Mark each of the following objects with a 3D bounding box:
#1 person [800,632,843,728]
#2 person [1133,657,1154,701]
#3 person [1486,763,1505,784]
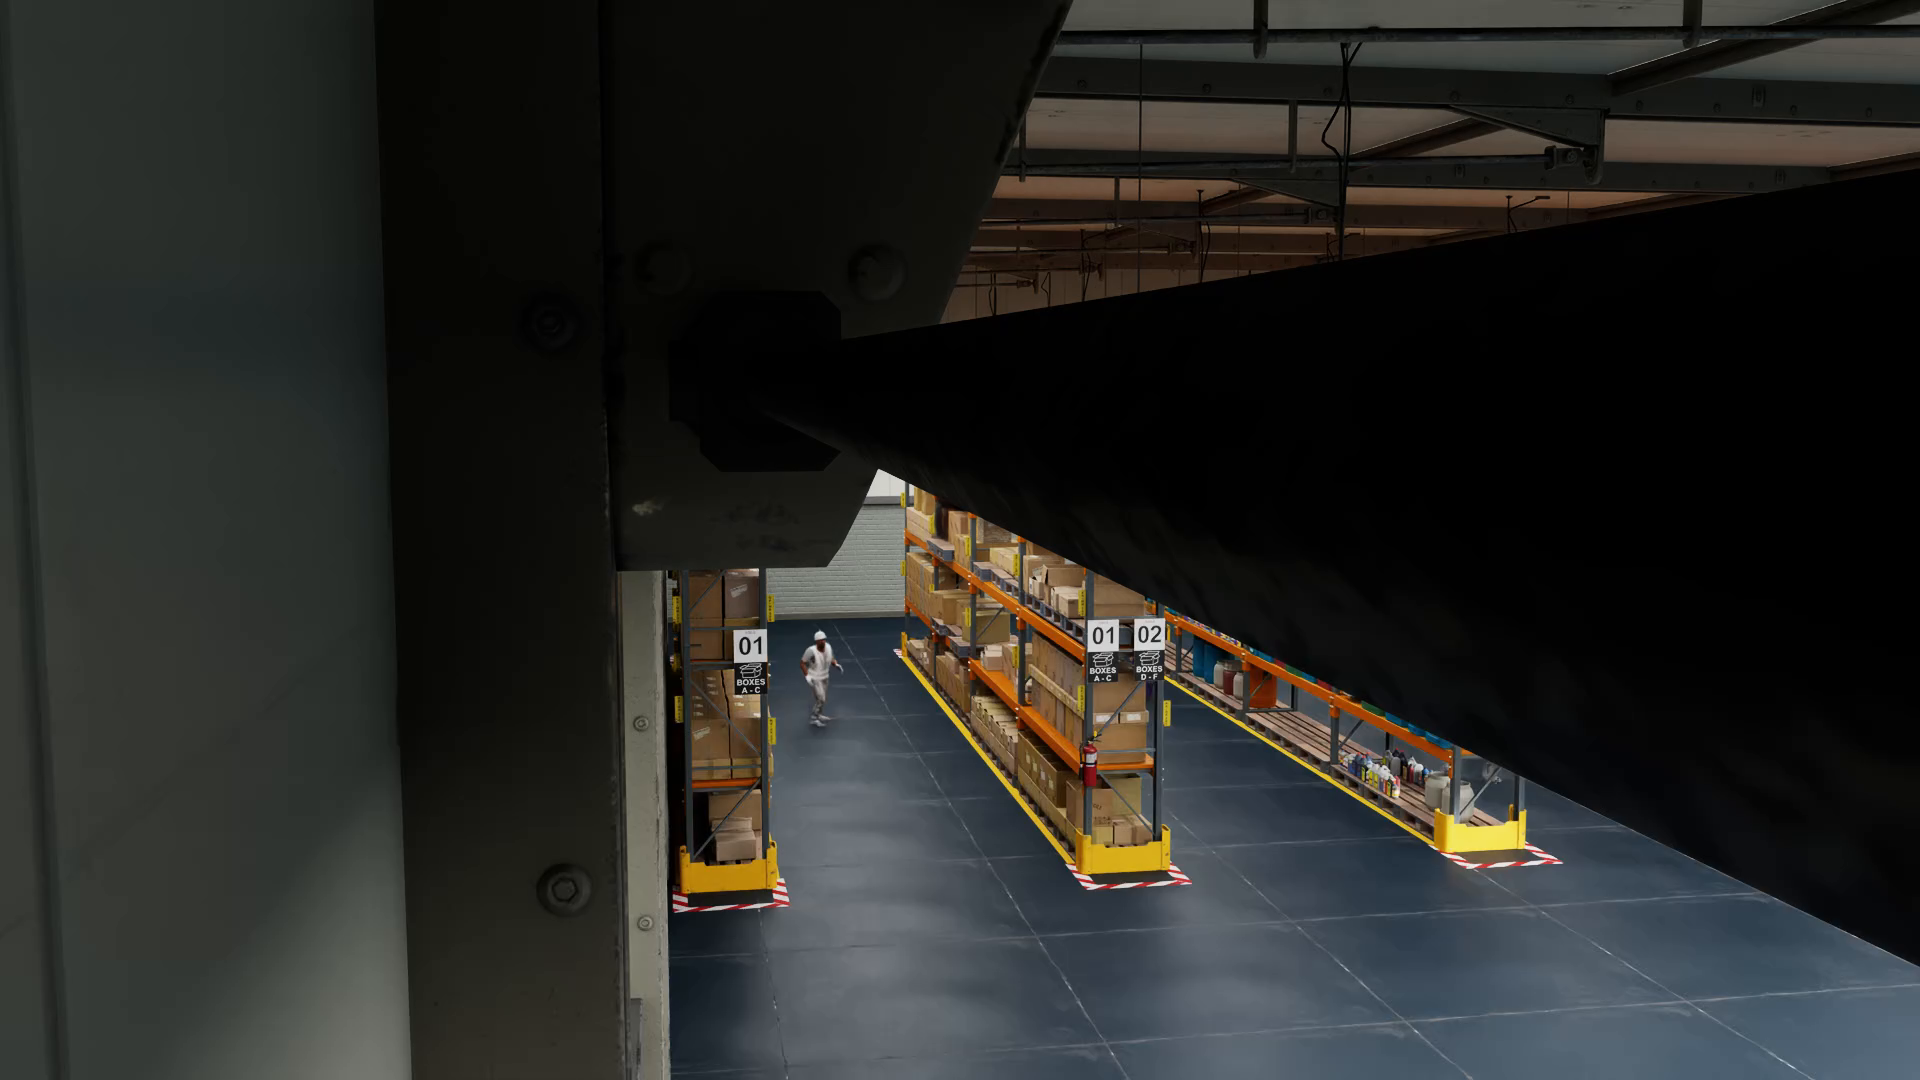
[{"bbox_3d":[-2.443,2.450,29.419,0.828,1.718,0.708,4,7,37],"label":"person"},{"bbox_3d":[3.536,2.296,31.394,0.614,1.580,0.716,1,6,11],"label":"person"},{"bbox_3d":[8.336,2.923,25.130,0.604,1.587,0.831,-3,6,-24],"label":"person"}]
